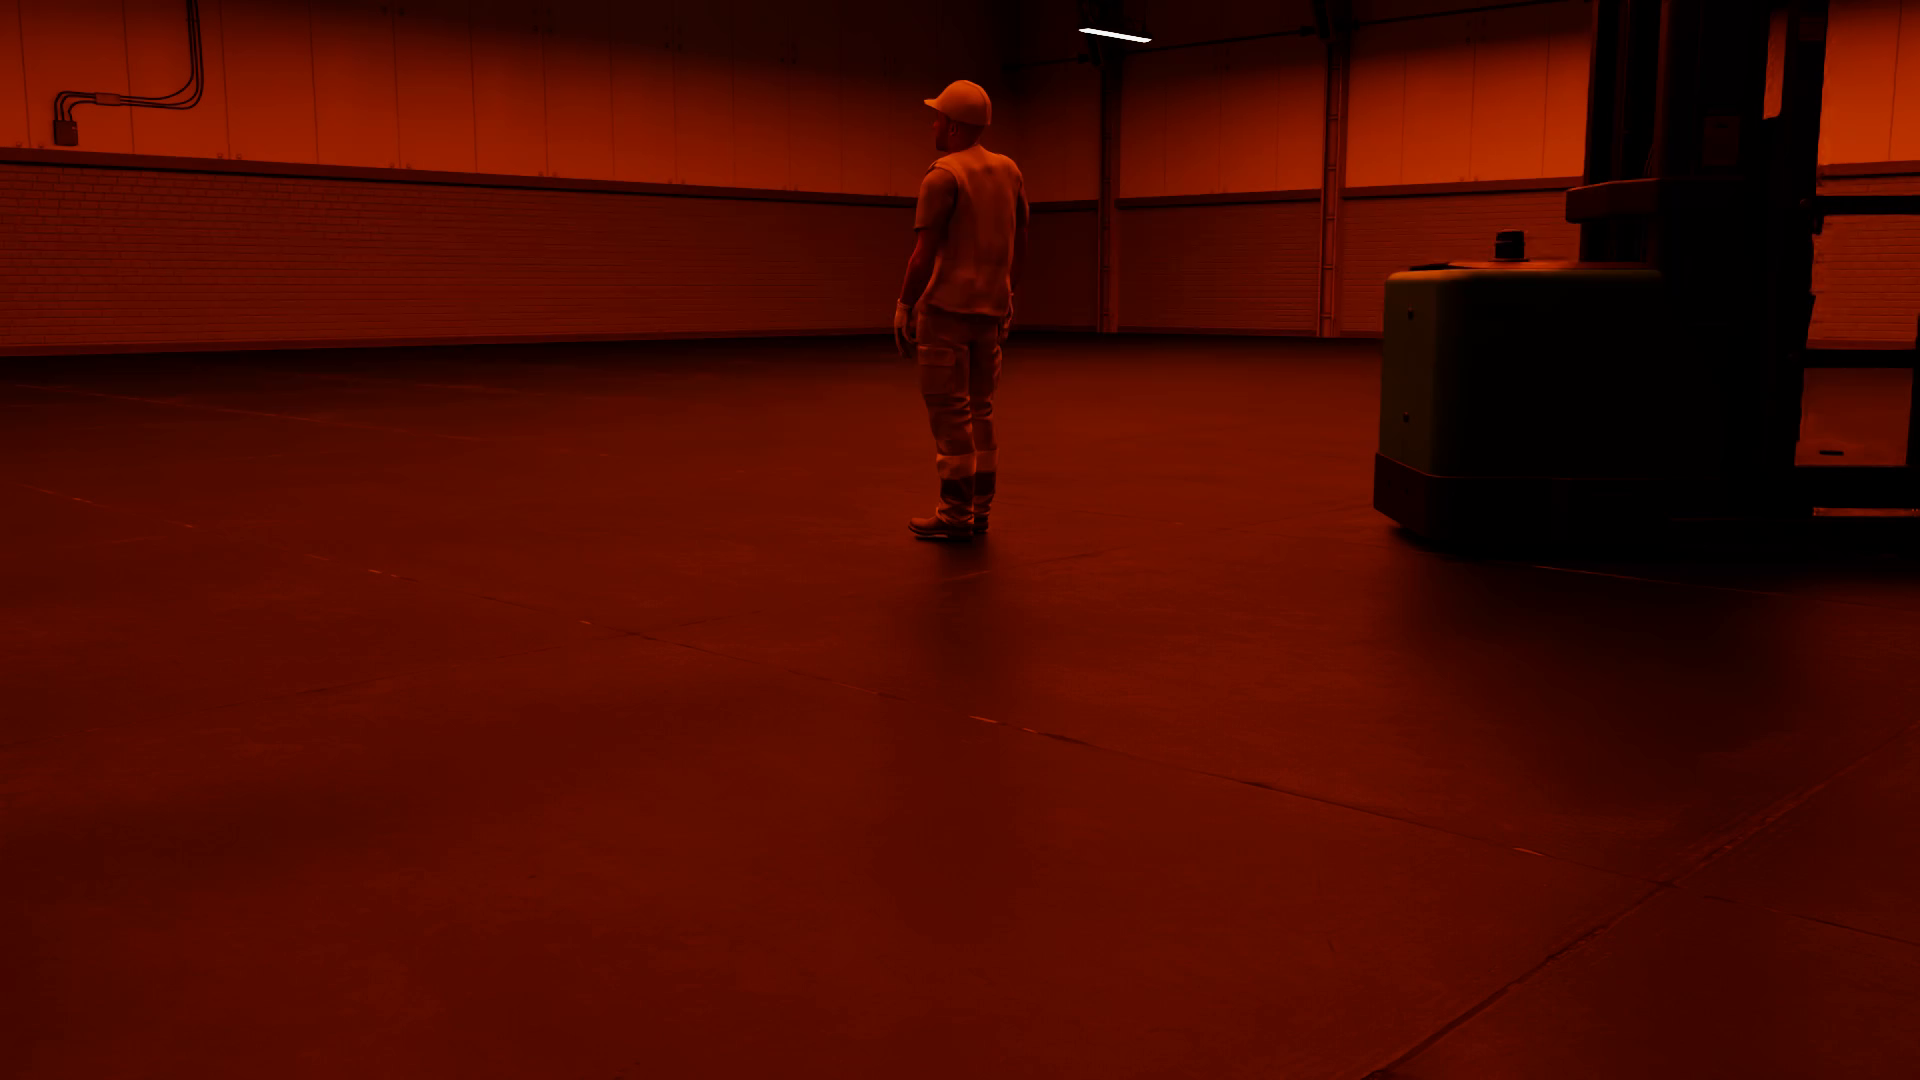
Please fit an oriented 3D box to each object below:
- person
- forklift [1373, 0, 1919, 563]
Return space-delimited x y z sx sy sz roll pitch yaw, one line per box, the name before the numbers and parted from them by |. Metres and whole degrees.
person | -0.050 -0.902 6.647 0.562 1.790 0.637 8 12 43
forklift | 3.279 -1.445 6.472 3.031 2.935 1.130 0 9 1
